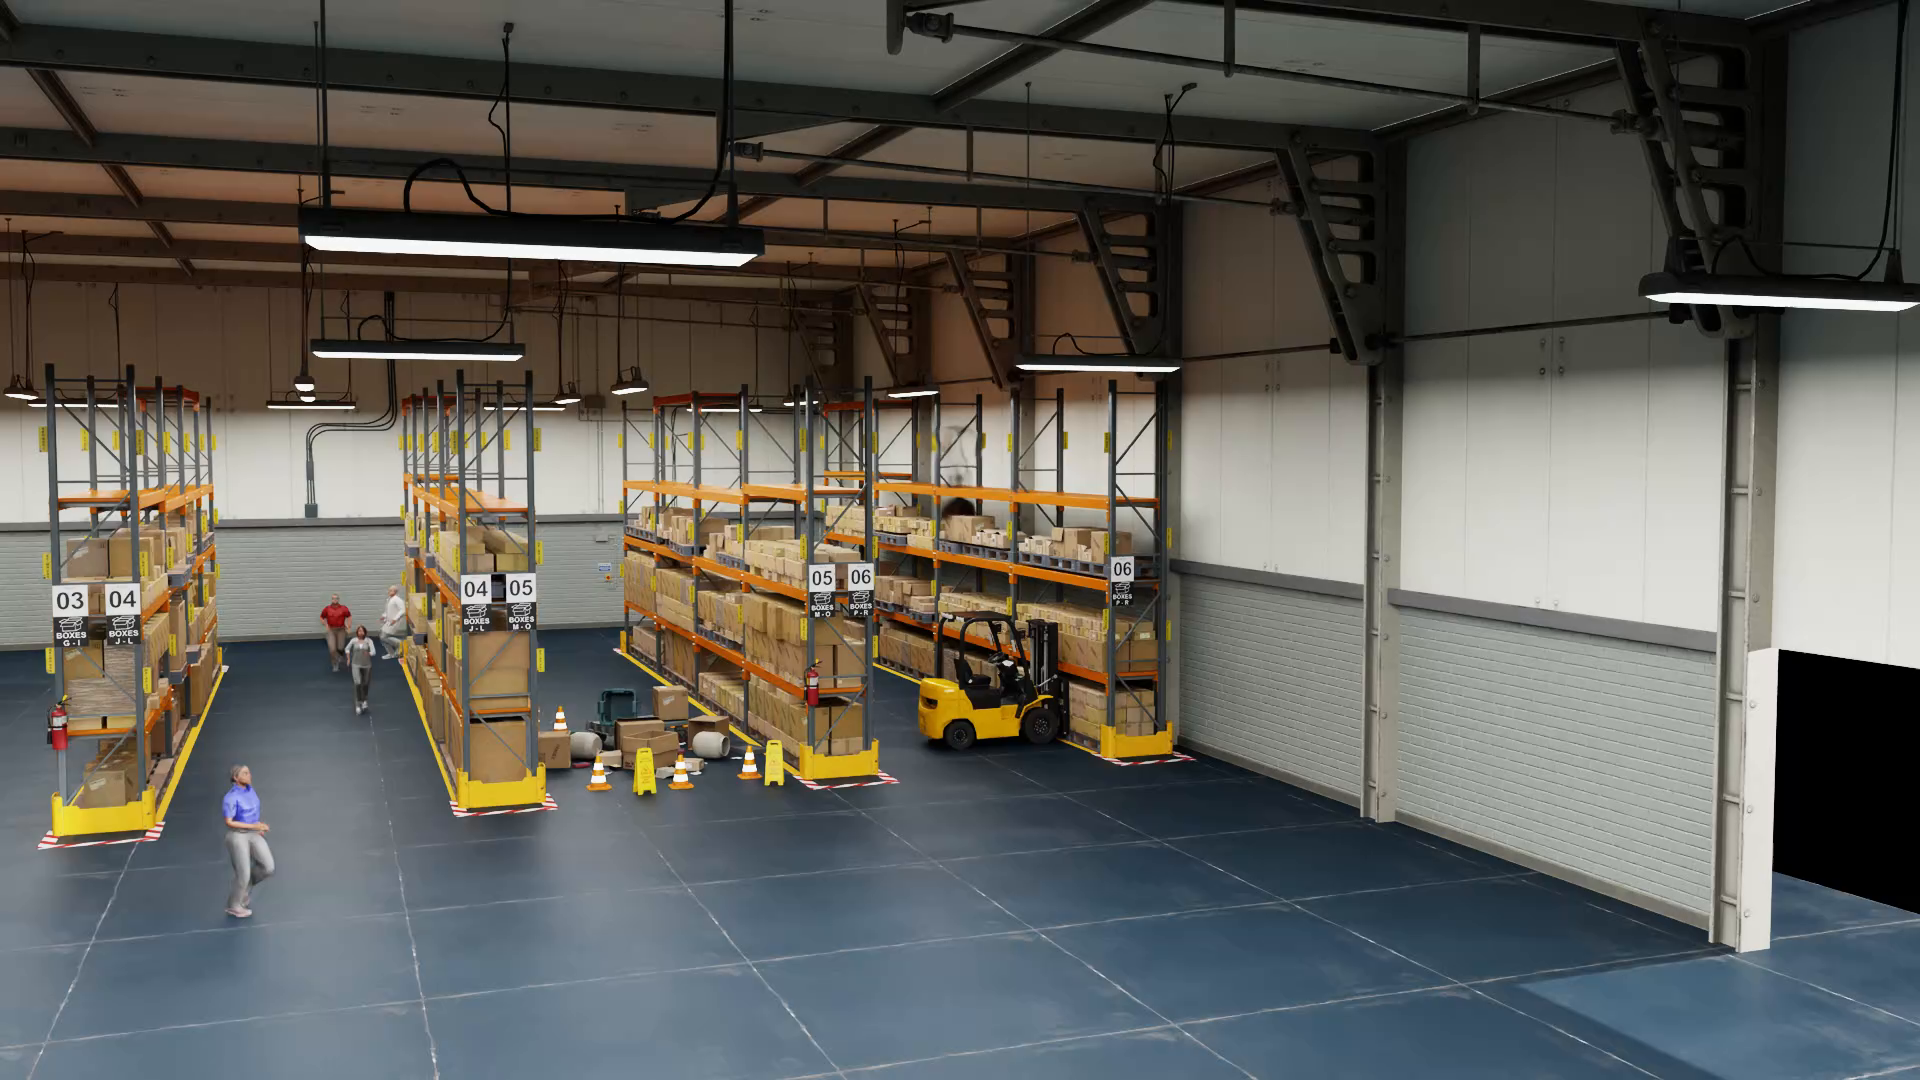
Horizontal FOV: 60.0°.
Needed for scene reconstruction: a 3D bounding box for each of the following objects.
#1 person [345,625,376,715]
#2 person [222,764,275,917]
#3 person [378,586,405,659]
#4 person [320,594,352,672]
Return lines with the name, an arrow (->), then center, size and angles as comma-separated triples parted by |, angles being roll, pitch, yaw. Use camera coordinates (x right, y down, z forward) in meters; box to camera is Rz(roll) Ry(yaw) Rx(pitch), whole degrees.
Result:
person -> -11.104, 2.410, 30.839 | 0.509, 1.622, 0.728 | -2, 4, -25
person -> -7.507, 3.165, 17.565 | 0.562, 1.618, 0.561 | 1, 3, 15
person -> -13.117, 1.911, 38.453 | 0.582, 1.721, 0.766 | -2, 4, -36
person -> -13.737, 2.033, 36.611 | 0.665, 1.688, 0.603 | -1, 4, -18
